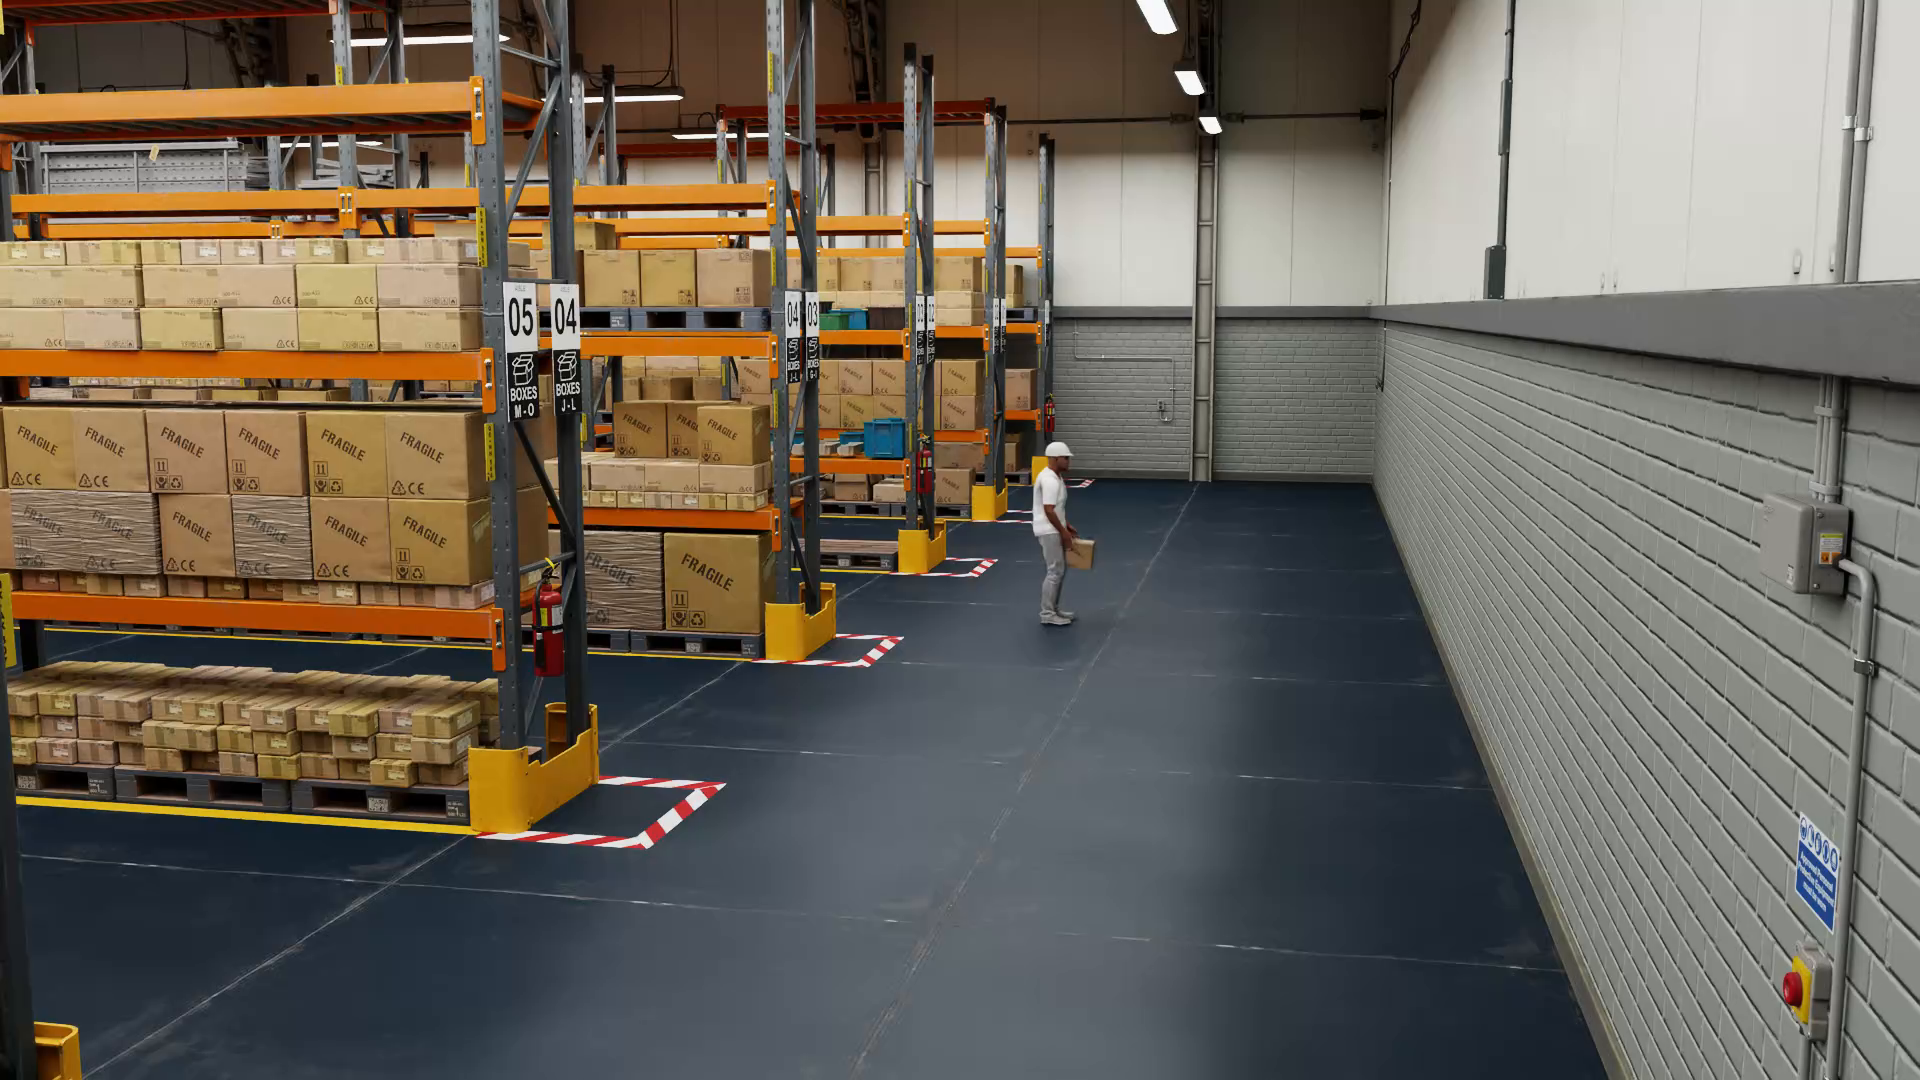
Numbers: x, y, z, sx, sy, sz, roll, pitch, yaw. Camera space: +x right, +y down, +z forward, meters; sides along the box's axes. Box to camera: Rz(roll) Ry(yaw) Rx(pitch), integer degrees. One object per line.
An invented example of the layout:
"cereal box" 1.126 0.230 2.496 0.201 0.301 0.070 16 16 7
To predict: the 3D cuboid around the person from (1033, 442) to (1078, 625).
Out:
"person" 0.927 -0.075 16.265 0.434 1.767 0.580 1 8 10
